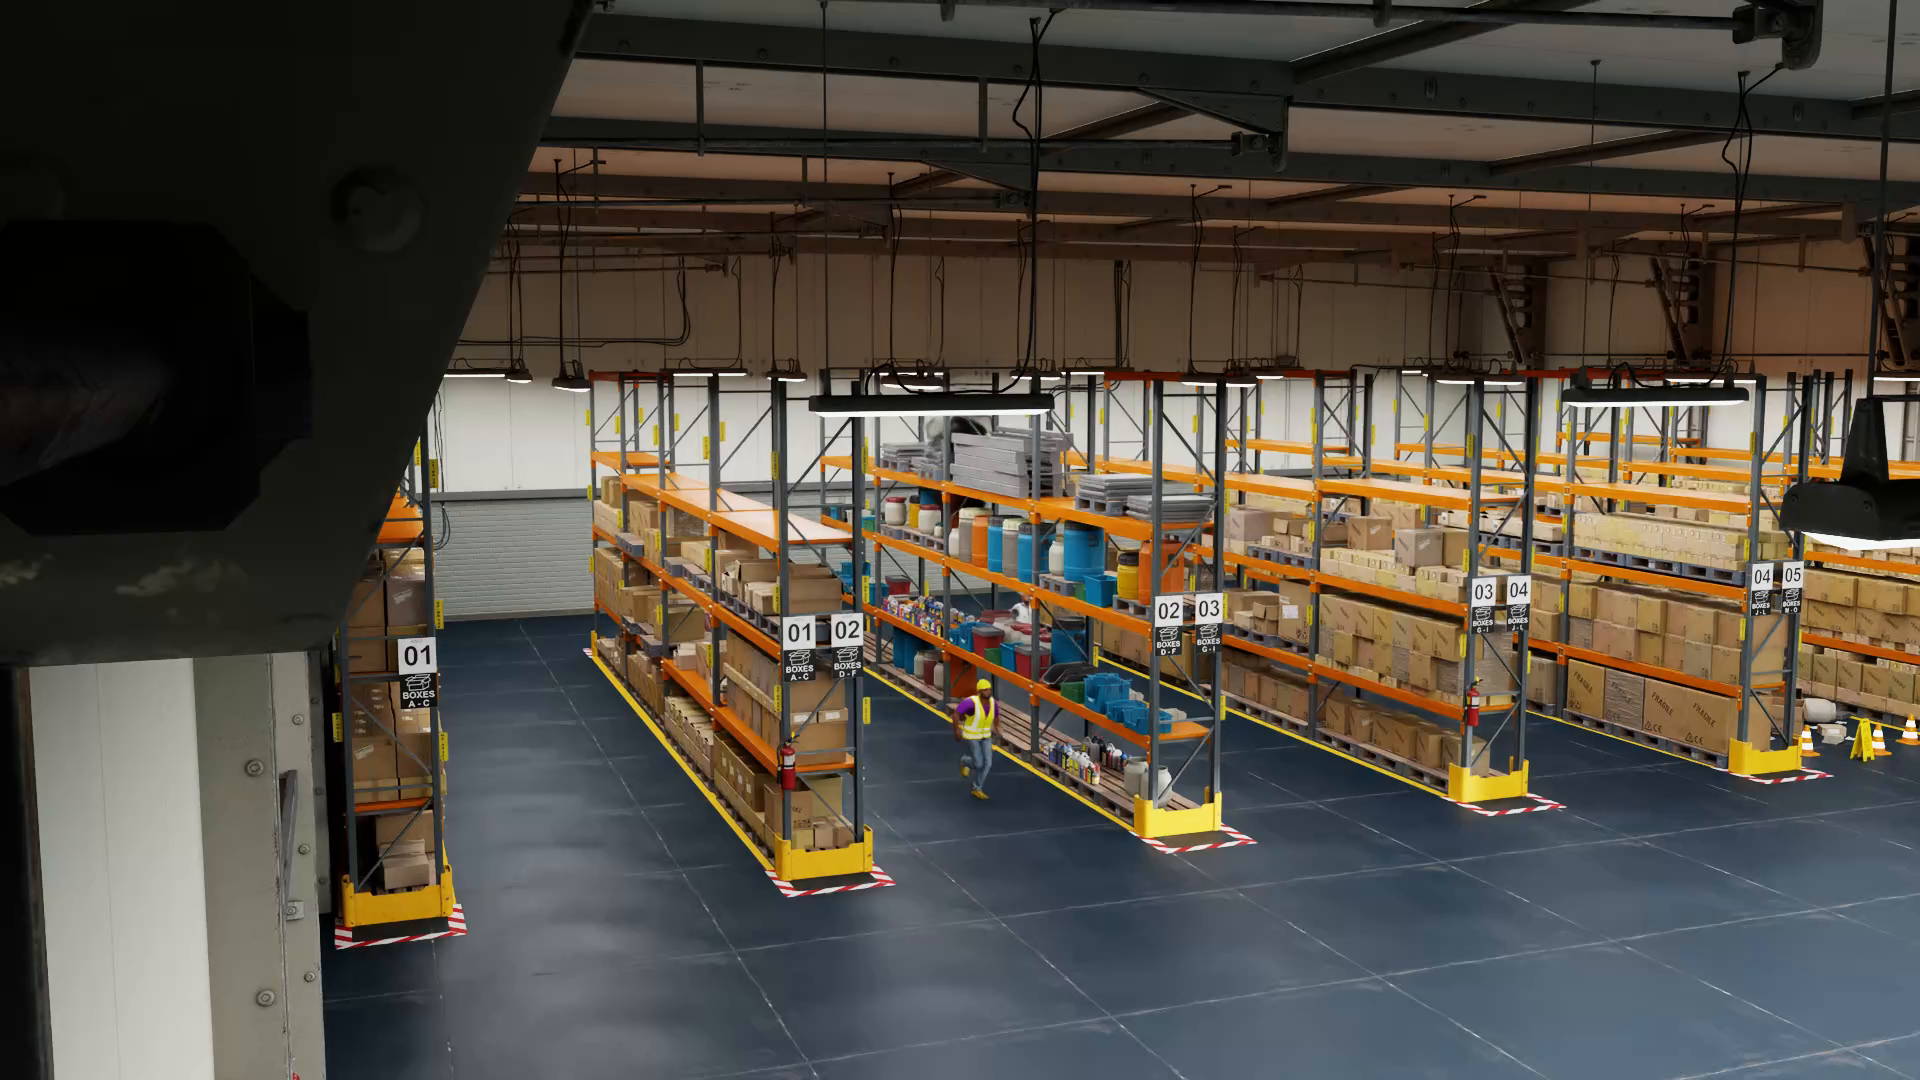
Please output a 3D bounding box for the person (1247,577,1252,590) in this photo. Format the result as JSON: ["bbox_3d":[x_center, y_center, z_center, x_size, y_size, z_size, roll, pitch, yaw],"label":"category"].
[{"bbox_3d":[7.328,0.919,41.374,0.550,1.639,0.660,3,7,25],"label":"person"}]

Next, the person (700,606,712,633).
[{"bbox_3d":[-5.446,1.570,35.591,0.539,1.589,0.621,5,8,38],"label":"person"}]

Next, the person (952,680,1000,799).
[{"bbox_3d":[0.243,2.836,23.900,0.740,1.717,0.699,-4,8,-33],"label":"person"}]

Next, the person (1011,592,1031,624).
[{"bbox_3d":[1.277,1.822,32.628,0.668,1.766,0.751,-3,7,-23],"label":"person"}]
